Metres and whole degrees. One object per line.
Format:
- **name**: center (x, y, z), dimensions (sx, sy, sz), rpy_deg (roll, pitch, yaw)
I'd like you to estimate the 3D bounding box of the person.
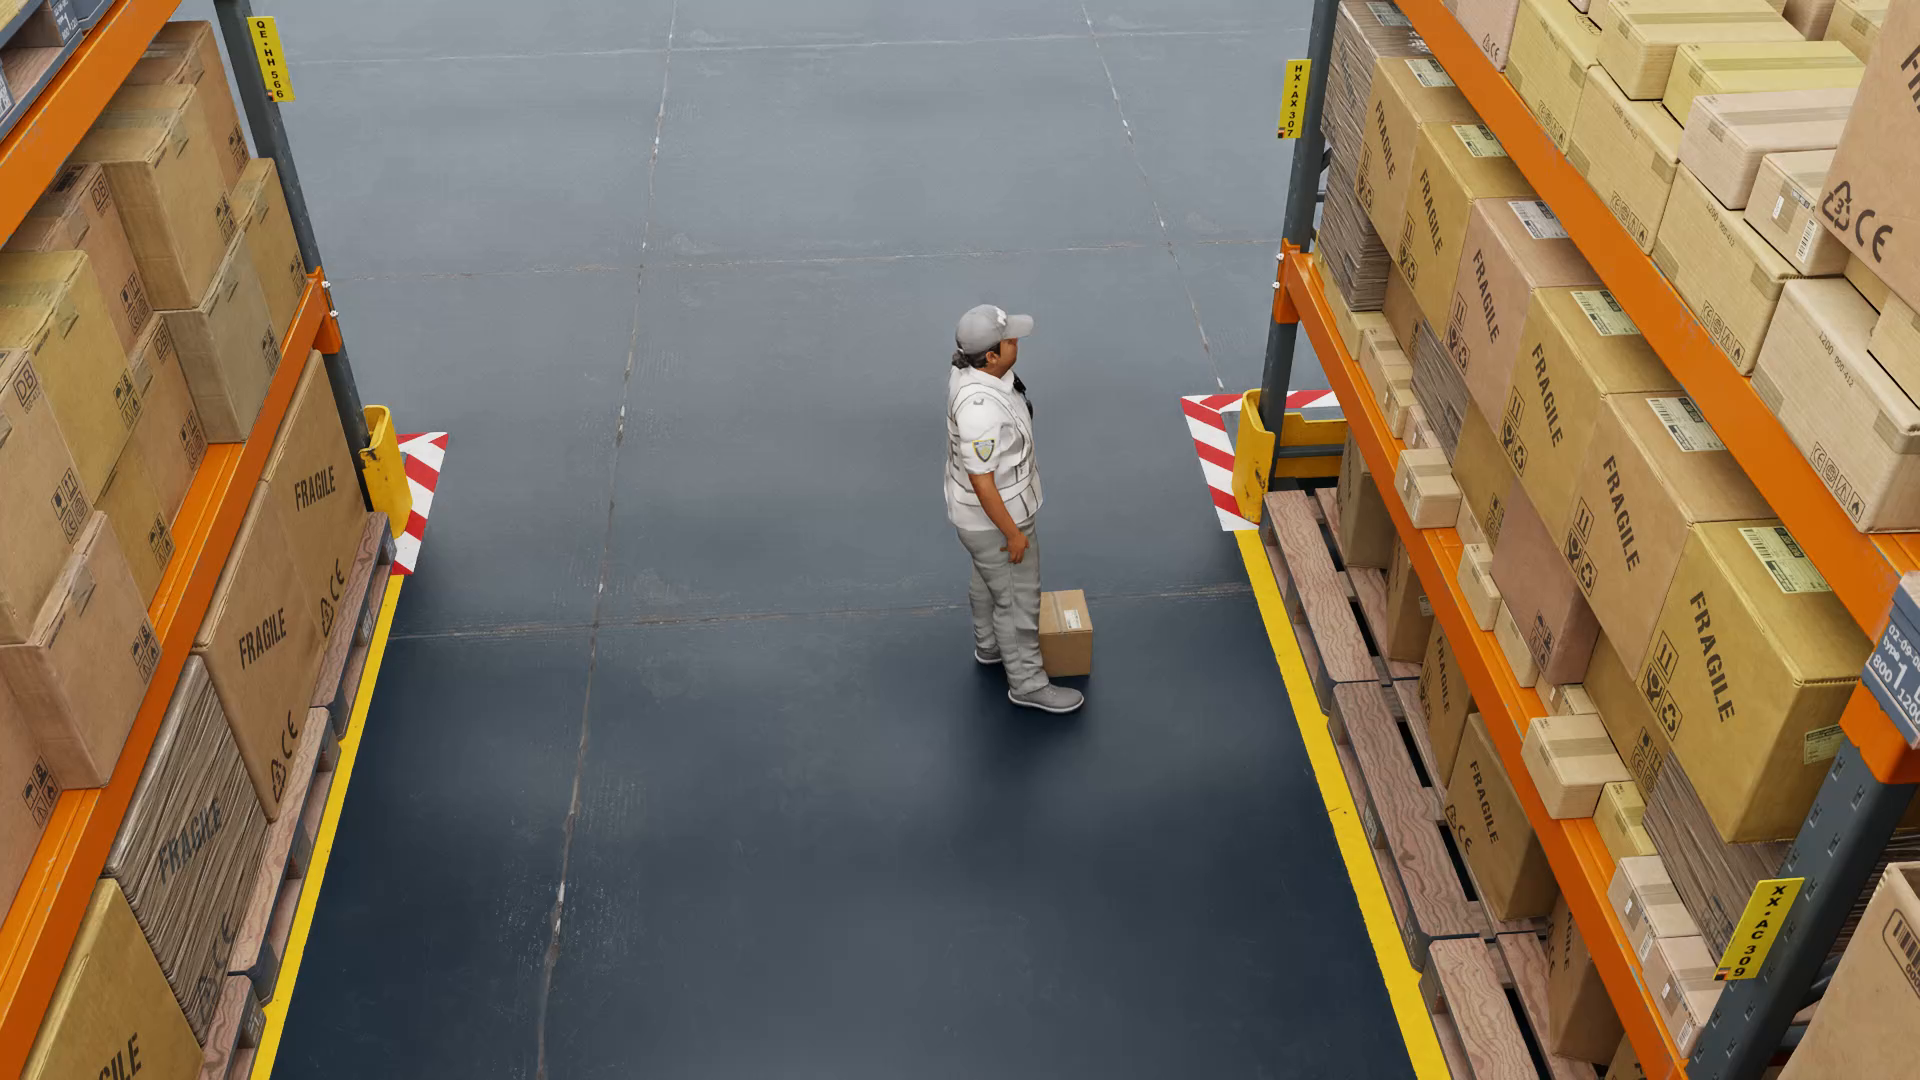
- **person**: center (0.210, -0.131, 6.295), dimensions (0.529, 1.670, 0.599), rpy_deg (-3, 39, -4)
